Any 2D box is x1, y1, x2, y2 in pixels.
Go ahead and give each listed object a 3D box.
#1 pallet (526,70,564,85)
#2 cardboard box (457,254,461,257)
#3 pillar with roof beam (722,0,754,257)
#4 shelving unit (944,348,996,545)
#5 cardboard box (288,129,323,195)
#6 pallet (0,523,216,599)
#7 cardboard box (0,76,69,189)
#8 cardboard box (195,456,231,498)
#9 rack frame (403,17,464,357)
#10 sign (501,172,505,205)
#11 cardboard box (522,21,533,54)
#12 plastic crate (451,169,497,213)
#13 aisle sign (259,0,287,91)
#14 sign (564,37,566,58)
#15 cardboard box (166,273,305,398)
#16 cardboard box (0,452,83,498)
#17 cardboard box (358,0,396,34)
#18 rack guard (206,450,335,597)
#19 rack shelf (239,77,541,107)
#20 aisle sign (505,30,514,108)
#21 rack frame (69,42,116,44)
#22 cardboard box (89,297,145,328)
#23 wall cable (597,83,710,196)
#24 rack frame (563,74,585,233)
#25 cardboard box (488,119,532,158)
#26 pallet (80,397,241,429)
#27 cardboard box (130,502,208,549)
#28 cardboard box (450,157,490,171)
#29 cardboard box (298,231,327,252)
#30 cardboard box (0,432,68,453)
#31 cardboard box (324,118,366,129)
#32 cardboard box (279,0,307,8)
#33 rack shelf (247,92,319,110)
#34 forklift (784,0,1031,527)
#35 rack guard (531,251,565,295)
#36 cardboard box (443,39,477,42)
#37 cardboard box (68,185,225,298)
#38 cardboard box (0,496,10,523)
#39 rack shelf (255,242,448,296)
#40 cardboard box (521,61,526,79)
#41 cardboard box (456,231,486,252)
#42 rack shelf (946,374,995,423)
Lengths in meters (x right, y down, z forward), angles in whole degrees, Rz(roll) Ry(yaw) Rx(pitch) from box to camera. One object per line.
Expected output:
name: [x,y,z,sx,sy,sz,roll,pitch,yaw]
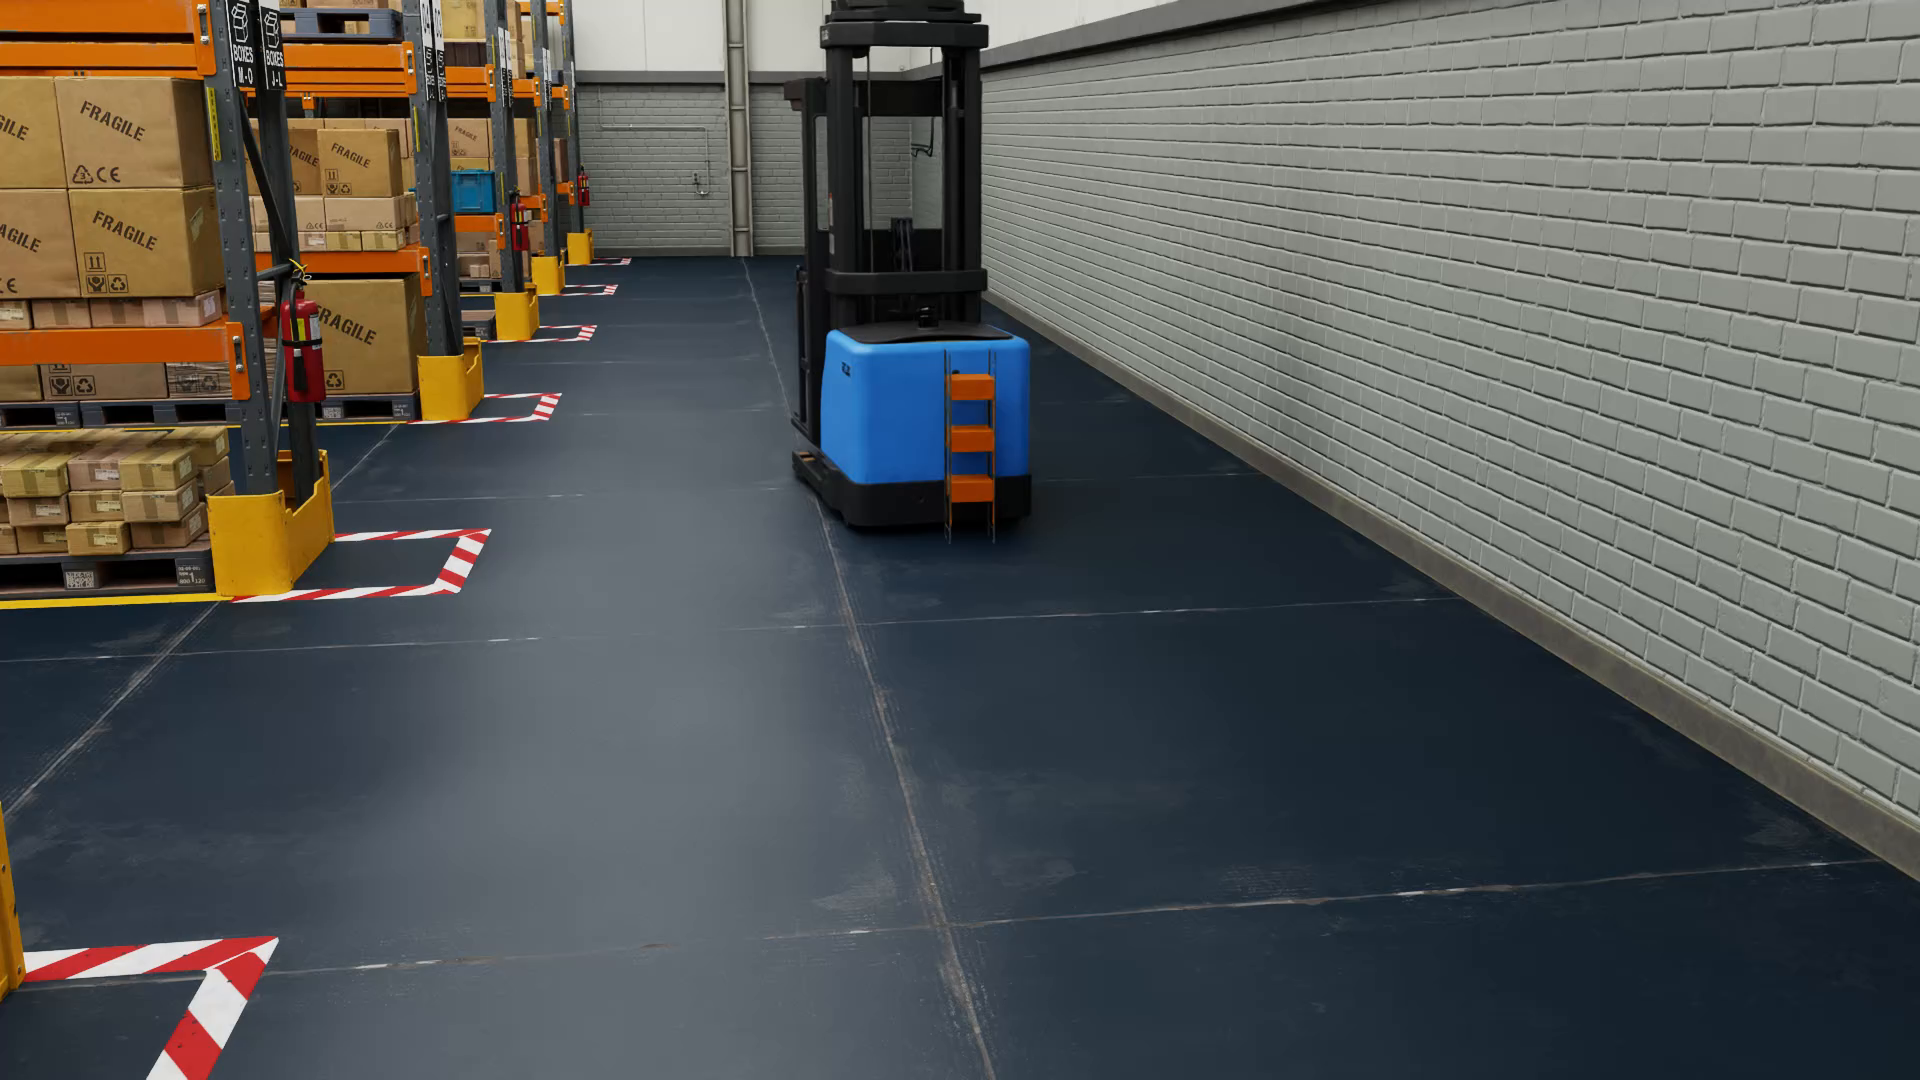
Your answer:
pallet: [-7.067,-7.478,26.891,1.213,0.211,1.003,-2,14,-8]
cardboard box: [-7.162,-3.796,22.942,0.500,0.250,0.500,-2,14,-8]
pillar with roof beam: [-3.152,-8.276,23.723,0.400,9.000,9.100,-2,14,-8]
shelving unit: [0.053,-0.511,9.102,0.252,1.050,0.215,-2,14,-8]
cardboard box: [-5.130,-2.986,13.118,0.500,0.500,0.500,-2,14,-10]
pallet: [-4.366,0.052,8.582,1.213,0.211,1.003,-2,14,-8]
cardboard box: [-4.398,-1.908,7.790,0.500,0.500,0.500,-3,14,-10]
cardboard box: [-4.038,-0.333,8.768,0.250,0.149,0.380,-1,14,-6]
rack frame: [-4.121,-2.521,13.110,0.127,3.000,1.000,-2,14,-8]
sign: [-4.761,-3.660,17.315,0.005,0.325,0.100,-2,14,-8]
cardboard box: [-7.018,-8.002,26.494,0.500,0.500,0.500,-2,14,-8]
plastic crate: [-5.162,-3.702,17.621,0.499,0.435,0.616,-2,14,-8]
aisle sign: [-3.454,-2.660,8.320,0.004,0.787,0.394,-2,14,-8]
sign: [-6.267,-7.811,26.377,0.005,0.325,0.100,-2,14,-8]
cardboard box: [-5.642,-1.619,13.016,0.875,0.875,0.875,-2,14,-8]
cardboard box: [-4.462,-0.319,8.101,0.250,0.149,0.380,-2,14,-10]
cardboard box: [-7.592,-6.833,21.874,0.500,0.500,0.700,-2,14,-8]
rack guard: [-3.557,-0.110,8.631,0.348,0.500,1.175,-2,14,-8]
rack shelf: [-7.571,-5.938,22.045,4.000,0.370,1.077,-2,14,-8]
aisle sign: [-4.832,-5.048,17.839,0.004,0.787,0.394,-2,14,-8]
rack frame: [-8.814,-6.478,16.552,0.127,3.000,1.000,-2,14,-8]
cardboard box: [-4.014,-1.123,8.050,0.250,0.149,0.380,-2,14,-8]
wall cable: [-5.209,-6.863,28.331,1.851,1.984,0.084,-2,14,-8]
rack frame: [-6.335,-6.096,27.362,0.127,3.000,1.000,-2,14,-8]
cardboard box: [-5.992,-5.356,22.150,0.500,0.500,0.500,-2,14,-9]
pallet: [-6.104,-1.078,13.085,1.213,0.211,1.003,-2,14,-8]
cardboard box: [-3.971,-0.076,8.357,0.250,0.149,0.380,-2,14,-7]
cardboard box: [-6.508,-4.852,22.195,0.500,0.500,0.500,-2,14,-8]
cardboard box: [-4.930,-2.289,12.698,0.250,0.149,0.380,-2,14,-8]
cardboard box: [-4.806,-0.451,8.627,0.250,0.149,0.380,-3,14,-11]
cardboard box: [-8.022,-5.280,21.847,0.500,0.500,0.500,-3,14,-10]
cardboard box: [-5.201,-4.254,12.577,0.500,0.500,0.700,-3,14,-10]
rack shelf: [-12.268,-6.984,26.218,4.000,0.370,1.077,-2,14,-8]
forklift: [-0.471,-1.808,10.405,1.130,2.935,3.031,-4,15,-15]
rack guard: [-5.668,-3.689,22.905,0.348,0.500,1.175,-2,14,-8]
cardboard box: [-6.557,-6.431,21.813,0.500,0.250,0.500,-2,14,-8]
cardboard box: [-3.888,-1.439,7.978,0.500,0.500,0.500,-2,14,-7]
cardboard box: [-4.756,-0.198,8.230,0.250,0.149,0.380,-2,14,-9]
rack shelf: [-6.098,-2.100,12.908,4.000,0.370,1.077,-2,14,-8]
cardboard box: [-6.139,-6.329,22.435,0.500,0.250,0.500,-2,14,-8]
cardboard box: [-8.004,-5.001,27.273,0.500,0.500,0.700,-3,14,-10]
rack shelf: [0.053,-0.776,9.035,0.240,0.259,0.215,-2,14,-8]
